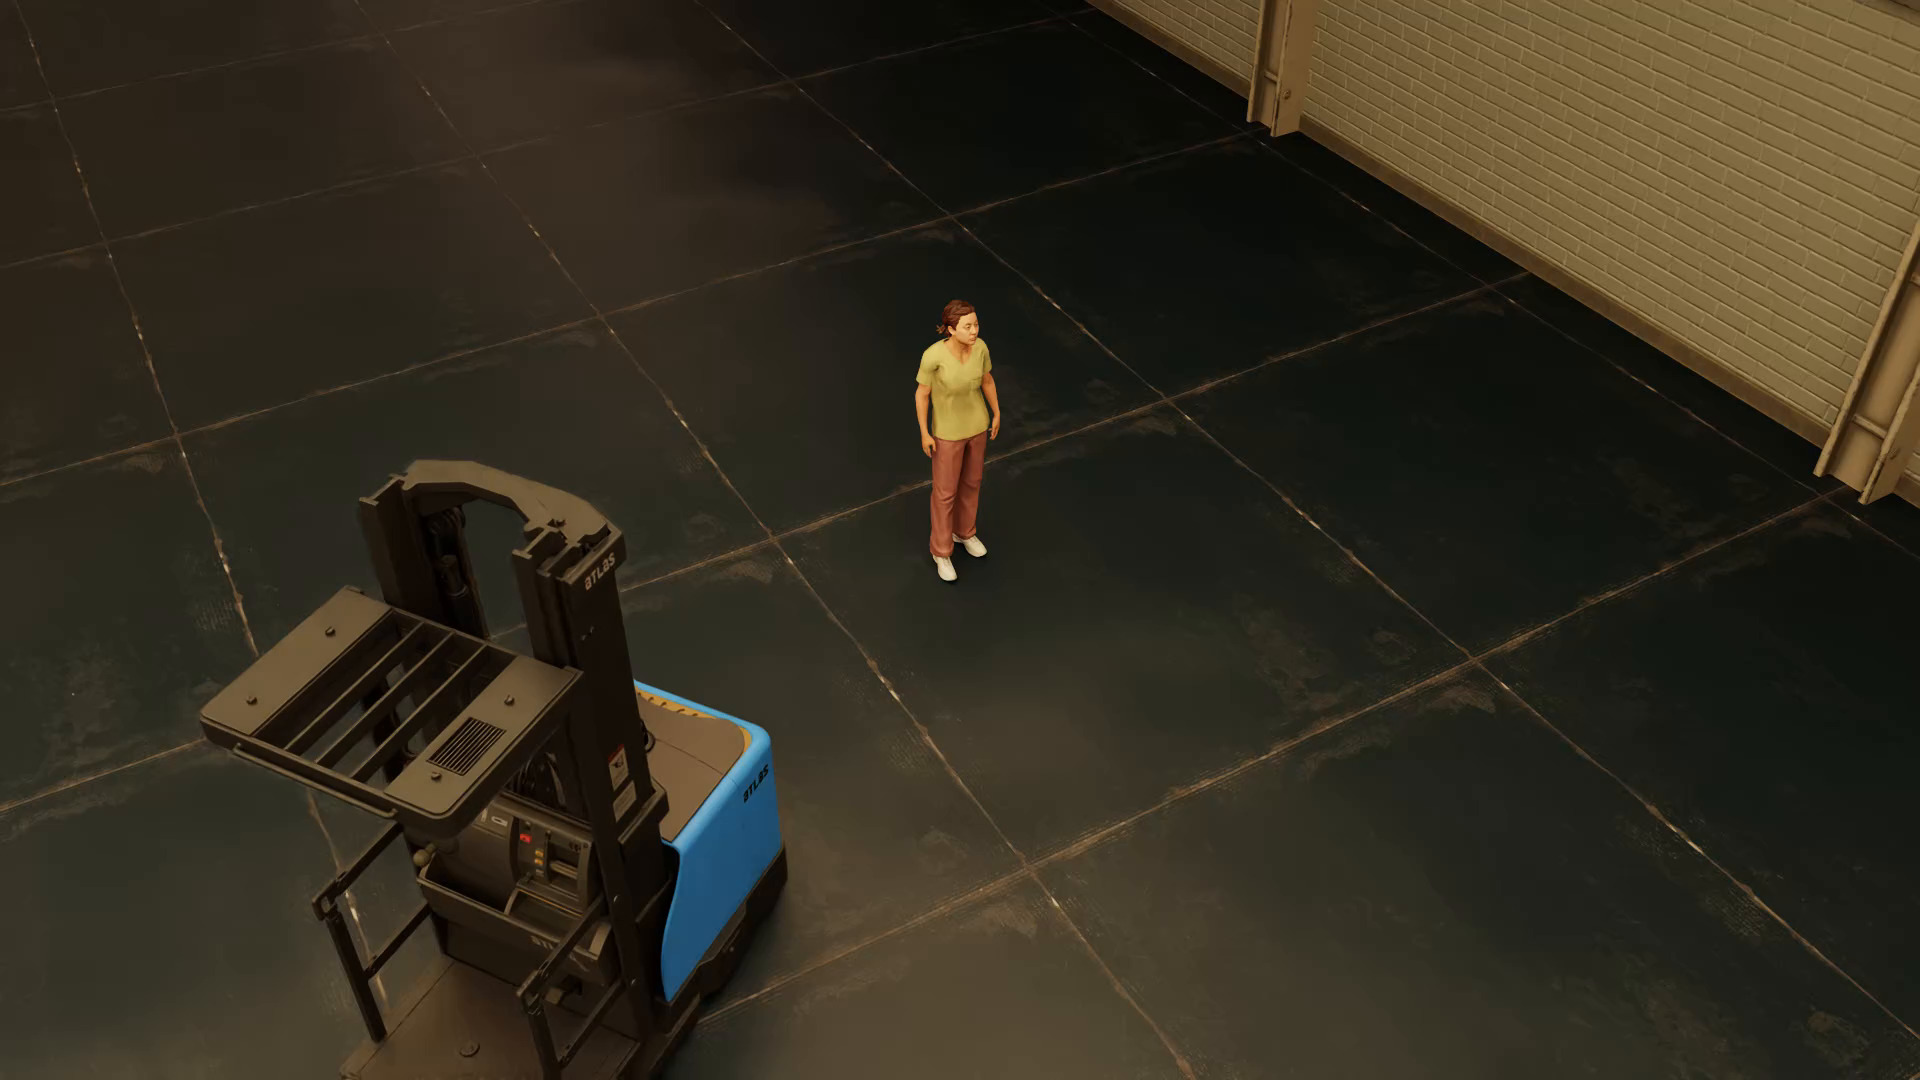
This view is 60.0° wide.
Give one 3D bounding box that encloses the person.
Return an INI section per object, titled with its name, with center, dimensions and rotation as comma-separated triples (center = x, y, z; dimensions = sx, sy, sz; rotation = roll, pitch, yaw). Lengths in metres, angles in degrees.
[person]
center = 0.027, -0.606, 9.739
dimensions = 0.553, 1.675, 0.549
rotation = -20, 44, -23

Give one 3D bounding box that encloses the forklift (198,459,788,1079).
[forklift]
center = -1.948, 1.280, 6.493
dimensions = 1.130, 2.935, 3.031
rotation = 17, 43, 20
